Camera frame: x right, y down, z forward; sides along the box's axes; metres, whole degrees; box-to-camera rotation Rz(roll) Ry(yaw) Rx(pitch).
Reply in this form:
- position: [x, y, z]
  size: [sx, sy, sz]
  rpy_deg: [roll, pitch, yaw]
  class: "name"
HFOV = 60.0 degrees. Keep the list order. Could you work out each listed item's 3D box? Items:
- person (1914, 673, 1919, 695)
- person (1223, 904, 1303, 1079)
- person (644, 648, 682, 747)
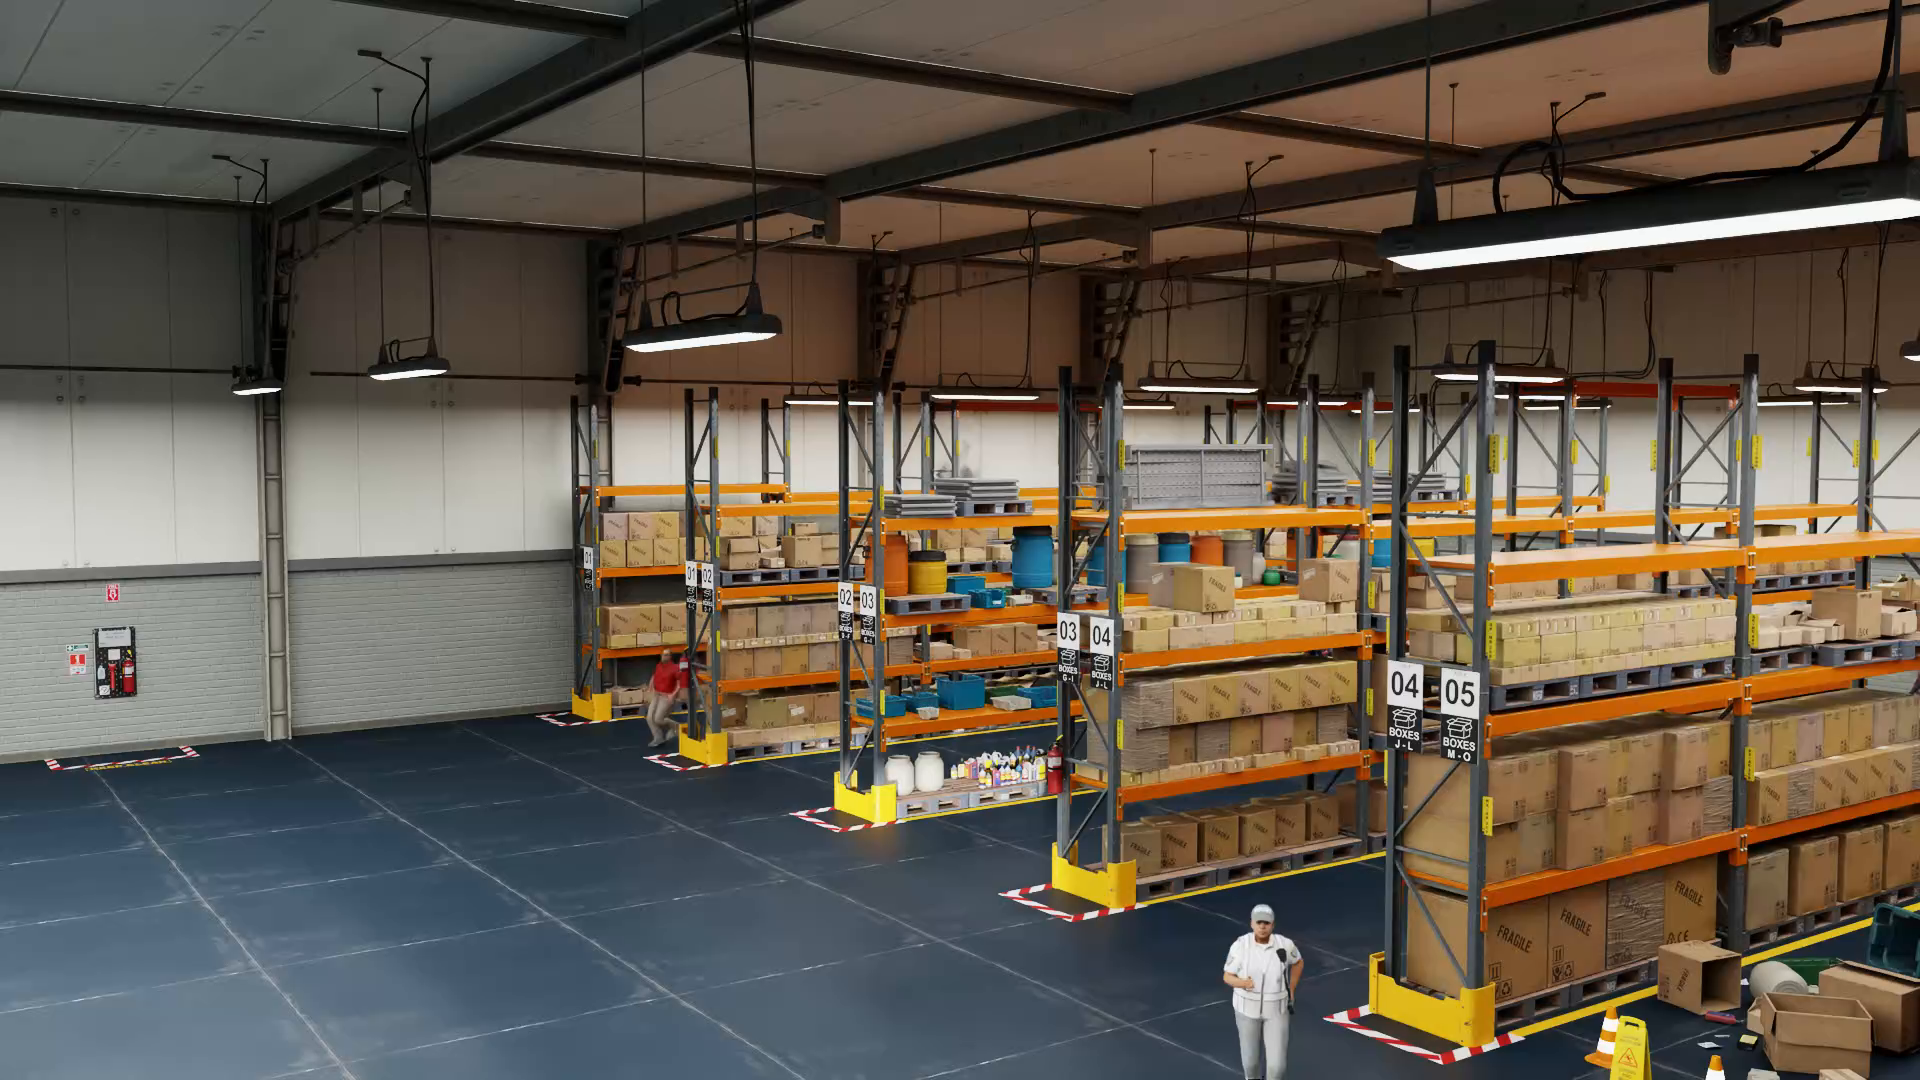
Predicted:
- position: [15.926, 2.695, 27.028]
  size: [0.750, 1.710, 0.571]
  rpy_deg: [0, 3, -1]
  class: "person"
- position: [2.269, 3.586, 12.479]
  size: [0.585, 1.723, 0.708]
  rpy_deg: [1, 4, 13]
  class: "person"
- position: [-4.977, 2.663, 28.046]
  size: [0.709, 1.682, 0.522]
  rpy_deg: [3, 4, 37]
  class: "person"
